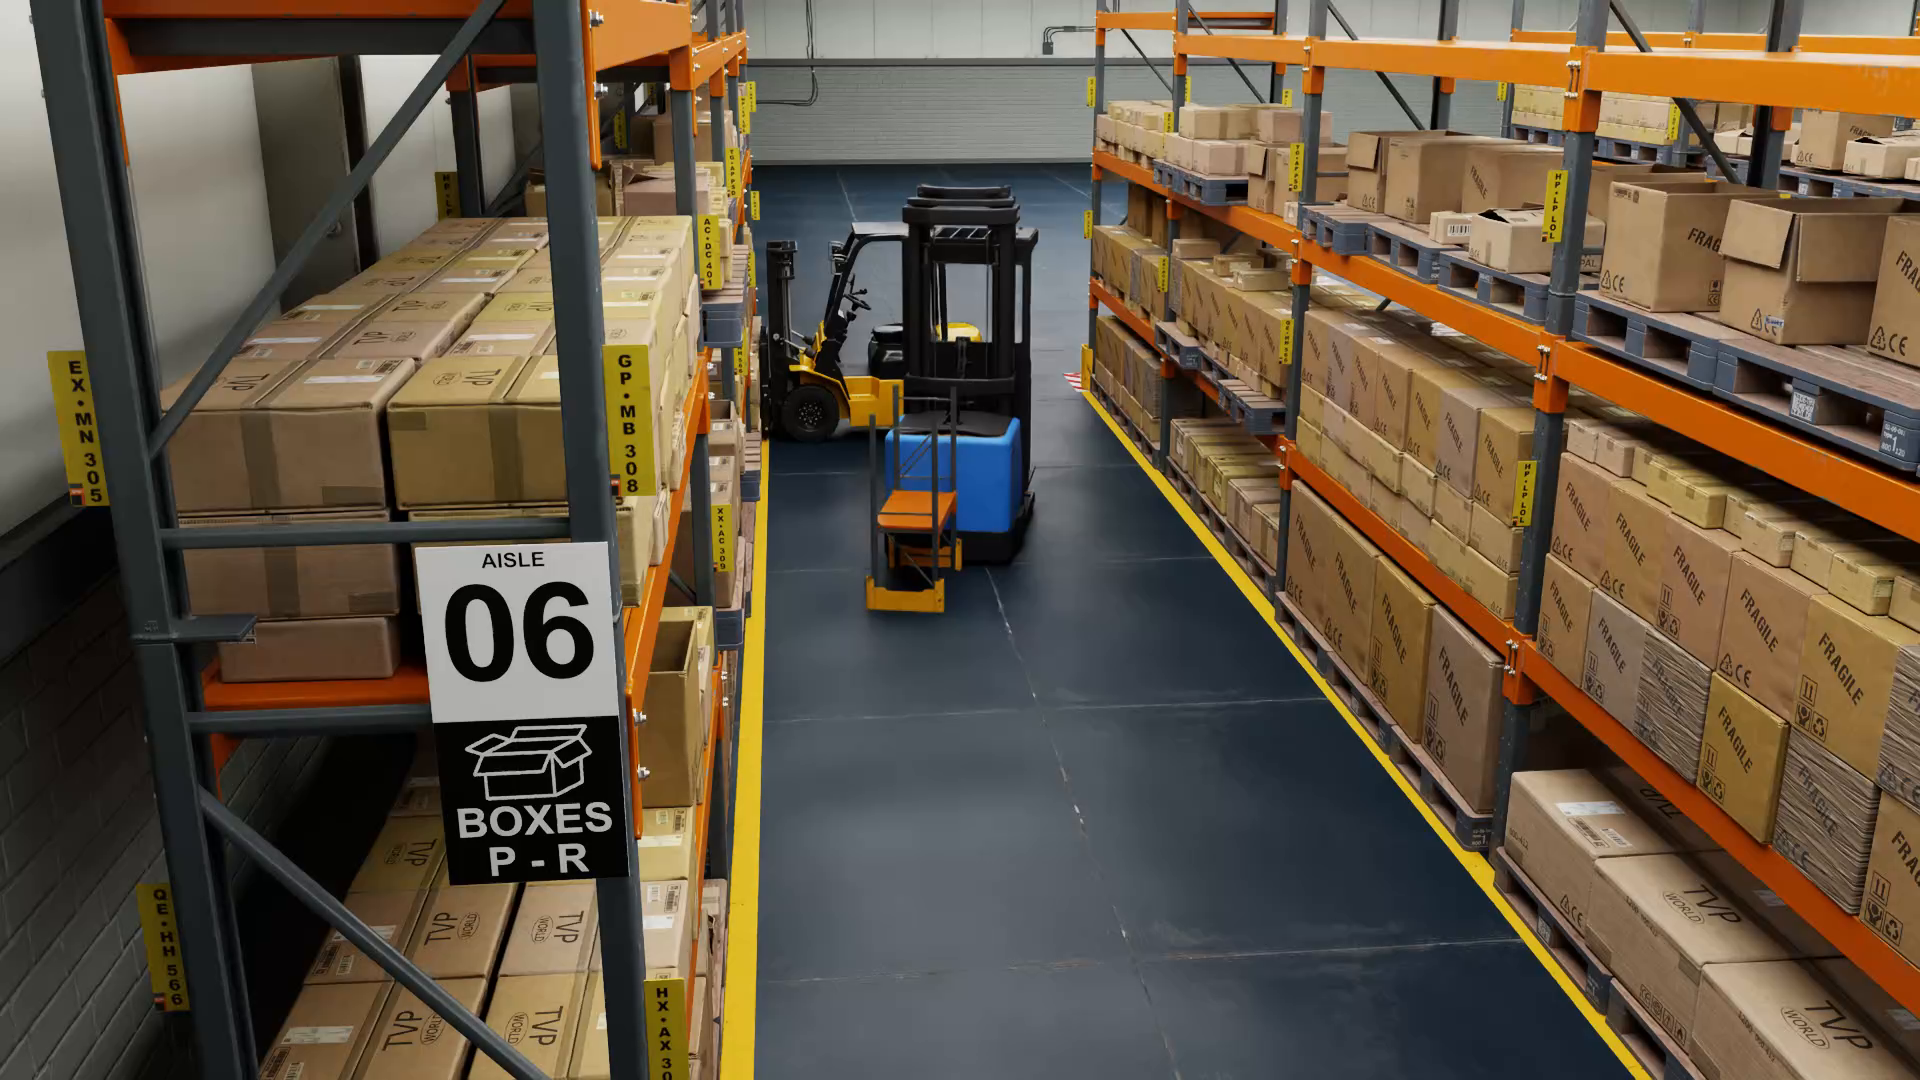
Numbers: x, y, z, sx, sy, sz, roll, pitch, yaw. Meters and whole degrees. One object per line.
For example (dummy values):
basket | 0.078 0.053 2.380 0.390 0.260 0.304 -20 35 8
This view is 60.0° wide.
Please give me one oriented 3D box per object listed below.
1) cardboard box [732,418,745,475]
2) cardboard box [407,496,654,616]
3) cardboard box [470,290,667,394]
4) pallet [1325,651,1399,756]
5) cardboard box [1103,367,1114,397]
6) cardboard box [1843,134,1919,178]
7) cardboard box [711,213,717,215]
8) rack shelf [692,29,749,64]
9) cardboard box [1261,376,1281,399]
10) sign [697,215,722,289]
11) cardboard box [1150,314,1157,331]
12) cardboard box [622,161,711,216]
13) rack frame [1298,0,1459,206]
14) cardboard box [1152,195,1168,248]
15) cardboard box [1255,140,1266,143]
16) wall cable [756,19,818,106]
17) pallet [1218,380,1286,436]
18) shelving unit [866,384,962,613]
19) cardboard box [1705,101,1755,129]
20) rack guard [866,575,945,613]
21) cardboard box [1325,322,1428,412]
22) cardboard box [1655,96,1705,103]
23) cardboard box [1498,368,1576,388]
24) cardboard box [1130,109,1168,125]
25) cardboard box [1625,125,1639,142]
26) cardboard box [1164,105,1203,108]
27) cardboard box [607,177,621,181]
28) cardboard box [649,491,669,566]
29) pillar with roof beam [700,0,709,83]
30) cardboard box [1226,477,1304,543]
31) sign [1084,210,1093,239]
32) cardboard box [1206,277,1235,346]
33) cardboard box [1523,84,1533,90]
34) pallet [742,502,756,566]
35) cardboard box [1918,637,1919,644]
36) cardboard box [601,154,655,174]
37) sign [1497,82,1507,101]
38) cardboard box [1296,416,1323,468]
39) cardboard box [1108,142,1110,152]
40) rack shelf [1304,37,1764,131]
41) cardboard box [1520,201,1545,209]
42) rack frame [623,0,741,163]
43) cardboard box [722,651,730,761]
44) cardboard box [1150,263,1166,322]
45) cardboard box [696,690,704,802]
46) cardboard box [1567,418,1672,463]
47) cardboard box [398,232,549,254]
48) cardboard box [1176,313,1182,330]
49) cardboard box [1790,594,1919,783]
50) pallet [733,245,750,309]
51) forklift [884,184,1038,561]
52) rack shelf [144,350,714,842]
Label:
cardboard box | -1.632 -0.592 10.606 0.500 0.250 0.500 -3 18 -8
cardboard box | -1.011 -0.027 4.000 0.500 0.250 0.500 -2 18 -6
cardboard box | -1.133 -0.566 4.883 0.500 0.250 0.500 -2 18 -6
pallet | 3.003 1.008 10.614 1.003 0.211 1.213 -2 18 -6
cardboard box | 1.902 -1.793 18.771 0.500 0.250 0.500 -1 17 -4
cardboard box | 7.381 -3.044 13.139 0.500 0.311 0.500 -2 18 -6
cardboard box | -1.343 -1.457 7.858 0.380 0.149 0.250 -1 17 -5
rack shelf | -2.682 -4.884 16.578 1.077 0.370 4.000 -2 18 -6
cardboard box | 2.507 -1.171 12.617 0.380 0.149 0.250 -2 17 -5
sign | -1.111 -1.273 7.353 0.100 0.325 0.005 -2 18 -6
cardboard box | 2.093 -2.155 16.452 0.380 0.149 0.250 -1 17 -4
cardboard box | -1.334 -1.576 7.543 0.396 0.266 0.258 -2 18 -6
rack frame | 2.874 -3.785 11.209 1.000 3.000 0.127 -2 18 -6
cardboard box | 2.432 -3.374 17.585 0.700 0.500 0.500 -2 18 -6
cardboard box | 2.765 -3.202 13.909 0.500 0.250 0.500 -2 17 -5
wall cable | -5.795 -14.154 49.420 3.097 2.526 0.112 -2 18 -6
pallet | 2.695 -1.040 12.802 1.213 0.211 1.003 -2 18 -6
shelving unit | -0.345 -0.338 12.750 0.587 1.500 1.083 2 18 7
cardboard box | 7.603 -4.201 16.429 0.500 0.250 0.500 -2 18 -5
rack guard | -0.410 0.406 12.466 0.587 0.250 0.087 2 18 7
cardboard box | 2.743 -1.145 10.981 0.500 0.500 0.500 -2 18 -5
cardboard box | 7.020 -4.336 16.193 0.380 0.149 0.250 -2 18 -6
cardboard box | 3.398 -0.696 9.549 0.500 0.500 0.500 -2 18 -7
cardboard box | 1.957 -4.353 17.114 0.380 0.149 0.250 -2 17 -5
cardboard box | 6.965 -4.107 16.795 0.380 0.149 0.250 -2 17 -5
cardboard box | 2.404 -4.602 17.909 0.380 0.149 0.250 -2 18 -6
cardboard box | -2.185 -2.038 9.741 0.380 0.149 0.250 -2 18 -6
cardboard box | -1.025 -0.030 4.675 0.380 0.149 0.250 -1 17 -4
pillar with roof beam | -1.906 -13.062 40.759 9.100 9.000 0.400 -2 18 -6
cardboard box | 2.742 -0.257 13.675 0.950 0.372 0.625 -2 18 -7
sign | 1.509 -3.702 19.516 0.100 0.325 0.005 -2 18 -6
cardboard box | 2.378 -1.906 13.876 0.500 0.500 0.500 -2 18 -8
cardboard box | 6.705 -5.245 19.087 0.380 0.149 0.250 -2 18 -5
pallet | -2.231 -0.047 13.973 1.003 0.211 1.213 -2 18 -6
cardboard box | 3.318 0.301 5.293 0.380 0.149 0.250 -1 17 -4
cardboard box | -2.392 -2.584 11.773 0.500 0.250 0.500 -2 18 -6
sign | 6.410 -5.360 19.641 0.100 0.325 0.005 -2 18 -6
cardboard box | 2.674 -0.697 11.641 0.500 0.250 0.500 -2 18 -7
cardboard box | 1.876 -4.433 18.701 0.380 0.149 0.250 -2 18 -7
rack shelf | 3.080 -2.655 9.479 1.077 0.370 4.000 -2 18 -6
cardboard box | 3.447 -1.853 9.588 0.396 0.266 0.258 0 17 -1
rack frame | -2.475 -4.822 14.513 1.000 3.000 0.127 -2 18 -6
cardboard box | -1.588 0.958 9.591 0.500 0.500 0.500 -2 18 -7
cardboard box | 2.168 -2.429 16.241 0.500 0.500 0.500 -2 18 -7
cardboard box | -1.250 0.795 6.390 0.500 0.250 0.500 -2 18 -6
cardboard box | 3.061 -0.463 7.724 0.380 0.149 0.250 -2 18 -6
cardboard box | -1.813 -1.006 6.285 0.500 0.250 0.500 -2 18 -7
cardboard box | 2.204 -2.020 15.323 0.380 0.149 0.250 -2 17 -5
cardboard box | 3.282 0.498 5.748 0.500 0.500 0.500 -2 18 -6
pallet | -1.758 -1.423 9.008 1.213 0.211 1.003 -2 18 -6
forklift | 0.087 -1.627 14.466 1.130 2.935 3.031 2 18 7
rack shelf | -1.444 -0.068 5.580 1.077 0.370 4.000 -2 18 -6
